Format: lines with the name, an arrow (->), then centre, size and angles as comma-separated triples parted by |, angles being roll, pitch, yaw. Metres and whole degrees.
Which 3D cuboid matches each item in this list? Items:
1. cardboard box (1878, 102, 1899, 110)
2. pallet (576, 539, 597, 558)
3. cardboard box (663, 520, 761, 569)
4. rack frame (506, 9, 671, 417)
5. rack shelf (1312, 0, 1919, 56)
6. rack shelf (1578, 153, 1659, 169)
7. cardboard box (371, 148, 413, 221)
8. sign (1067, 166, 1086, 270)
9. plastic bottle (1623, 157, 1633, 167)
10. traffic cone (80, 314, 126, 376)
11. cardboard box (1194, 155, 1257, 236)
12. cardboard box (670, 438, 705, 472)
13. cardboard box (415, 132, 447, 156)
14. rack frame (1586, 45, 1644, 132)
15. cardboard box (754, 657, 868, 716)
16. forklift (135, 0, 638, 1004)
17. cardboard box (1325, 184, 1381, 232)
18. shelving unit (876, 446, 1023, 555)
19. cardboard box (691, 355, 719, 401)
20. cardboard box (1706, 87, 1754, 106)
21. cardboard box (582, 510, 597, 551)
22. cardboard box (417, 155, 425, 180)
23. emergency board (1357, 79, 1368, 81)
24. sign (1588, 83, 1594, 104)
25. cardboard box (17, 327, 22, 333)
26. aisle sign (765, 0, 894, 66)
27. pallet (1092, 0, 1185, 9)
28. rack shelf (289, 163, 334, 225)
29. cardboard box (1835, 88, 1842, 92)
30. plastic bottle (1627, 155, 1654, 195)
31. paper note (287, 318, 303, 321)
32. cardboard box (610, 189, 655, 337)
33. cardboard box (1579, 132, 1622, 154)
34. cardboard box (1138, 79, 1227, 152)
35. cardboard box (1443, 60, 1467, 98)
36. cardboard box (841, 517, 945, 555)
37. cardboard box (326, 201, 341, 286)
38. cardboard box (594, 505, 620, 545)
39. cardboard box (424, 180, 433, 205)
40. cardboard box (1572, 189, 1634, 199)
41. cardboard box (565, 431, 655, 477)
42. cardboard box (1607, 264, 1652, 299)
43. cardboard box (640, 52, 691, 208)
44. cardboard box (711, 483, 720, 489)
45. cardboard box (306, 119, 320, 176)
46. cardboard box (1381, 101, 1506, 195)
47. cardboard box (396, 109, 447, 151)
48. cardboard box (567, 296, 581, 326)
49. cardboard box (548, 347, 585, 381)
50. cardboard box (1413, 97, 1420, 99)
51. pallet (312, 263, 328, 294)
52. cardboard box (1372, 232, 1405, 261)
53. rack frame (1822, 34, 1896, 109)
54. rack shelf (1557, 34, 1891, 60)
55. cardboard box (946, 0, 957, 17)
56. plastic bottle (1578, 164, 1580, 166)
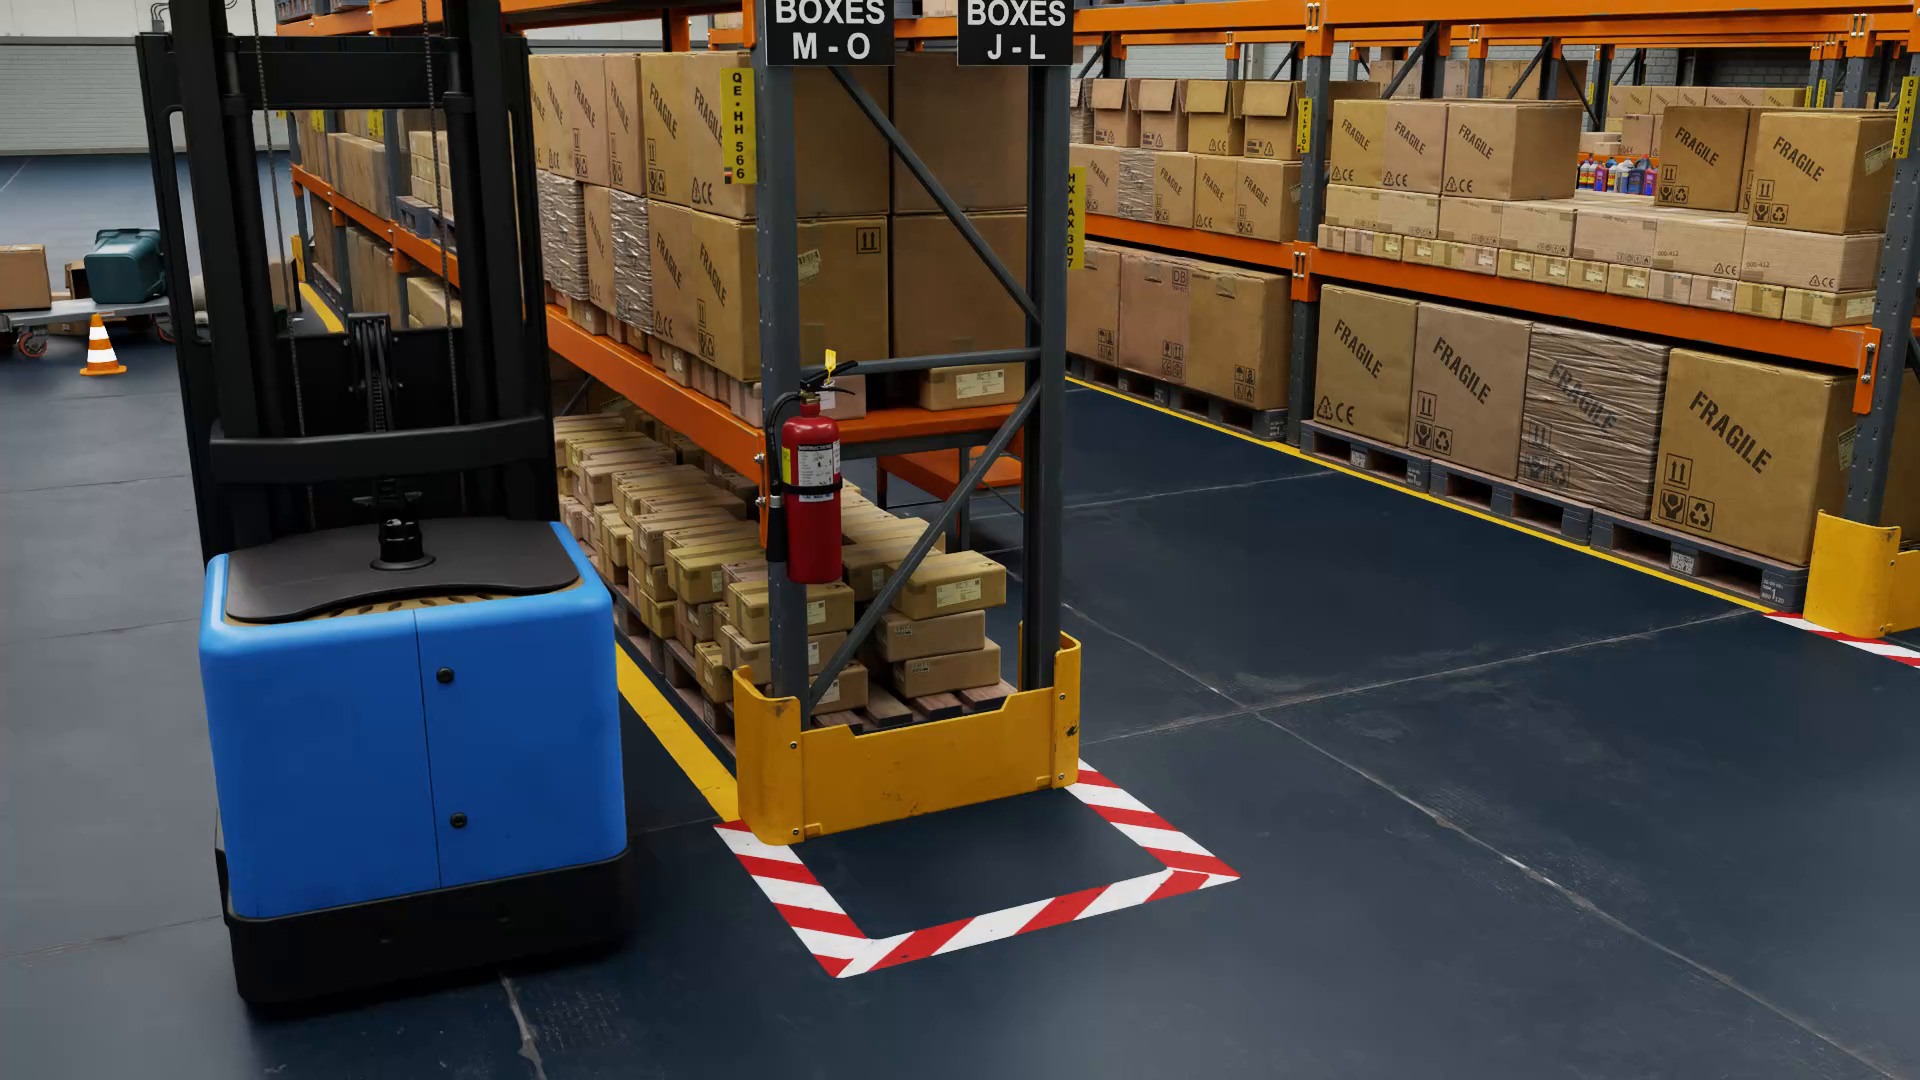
cardboard box -> 10.150, -4.410, 17.739 | 0.500, 0.500, 0.700 | 15, 22, 42
pallet -> -1.558, -0.038, 8.500 | 1.003, 0.211, 1.213 | -8, 18, -25
cardboard box -> -0.934, 0.043, 6.491 | 0.380, 0.149, 0.250 | -8, 18, -27
rack frame -> -1.884, -1.541, 8.681 | 1.000, 3.000, 0.127 | -8, 18, -25
rack shelf -> 3.495, -2.715, 8.640 | 1.077, 0.370, 4.000 | -8, 18, -25
rack shelf -> 8.897, -4.453, 20.134 | 1.077, 0.370, 4.000 | -8, 18, -25
cardboard box -> -4.075, -2.660, 12.400 | 0.500, 0.500, 0.500 | -8, 18, -25
sign -> 0.356, -1.030, 5.334 | 0.100, 0.325, 0.005 | -8, 18, -25
plastic bottle -> 6.185, -3.410, 15.429 | 0.097, 0.271, 0.097 | 0, 16, 0
traffic cone -> -6.967, -1.592, 13.460 | 0.336, 0.463, 0.334 | -8, 18, -25
cardboard box -> 1.958, -2.369, 11.388 | 0.500, 0.500, 0.500 | -7, 17, -23
cardboard box -> -1.188, -0.408, 8.063 | 0.380, 0.149, 0.250 | -7, 17, -23
cardboard box -> -3.488, -2.695, 11.320 | 0.380, 0.149, 0.250 | -8, 18, -26
rack frame -> 10.720, -6.886, 27.309 | 1.000, 3.000, 0.127 | -8, 18, -25
cardboard box -> -0.550, 0.514, 5.927 | 0.380, 0.149, 0.250 | -7, 18, -24
forklift -> -1.935, -0.571, 5.425 | 1.130, 2.935, 3.031 | -6, 17, -21
cardboard box -> 2.589, -2.038, 10.146 | 0.500, 0.250, 0.500 | -8, 18, -26
shelving unit -> 0.003, -0.539, 8.590 | 0.538, 1.125, 1.048 | -8, 18, -25
cardboard box -> -0.727, -0.601, 5.863 | 0.380, 0.149, 0.250 | -8, 18, -25
cardboard box -> 11.552, -6.521, 24.914 | 0.500, 0.500, 0.500 | -8, 18, -26
cardboard box -> -1.585, -0.065, 7.945 | 0.380, 0.149, 0.250 | -8, 18, -26
cardboard box -> -3.485, -2.545, 11.337 | 0.380, 0.149, 0.250 | -7, 17, -22
emergency board -> 8.127, -8.922, 34.404 | 0.194, 1.169, 0.643 | -8, 18, -25
sign -> 10.232, -7.237, 26.961 | 0.100, 0.325, 0.005 | -8, 18, -25
cardboard box -> -9.041, -2.131, 15.265 | 0.500, 0.500, 0.500 | 4, 16, 13
aisle sign -> -0.370, -1.744, 4.677 | 0.394, 0.787, 0.004 | -8, 18, -25
pallet -> 1.689, -4.028, 12.252 | 1.003, 0.211, 1.213 | -7, 17, -22
rack shelf -> -6.265, -3.674, 17.421 | 1.077, 0.370, 4.000 | -8, 18, -25
cardboard box -> 12.454, -6.334, 24.261 | 0.500, 0.500, 0.500 | -8, 18, -26
plastic bottle -> 5.892, -3.151, 14.383 | 0.144, 0.351, 0.185 | -8, 18, -25
paper note -> -6.497, -2.155, 16.203 | 0.142, 0.020, 0.147 | 7, 17, 23
cardboard box -> -1.012, -1.073, 6.331 | 0.500, 0.500, 0.500 | -8, 18, -25
cardboard box -> 8.276, -5.106, 21.377 | 0.500, 0.250, 0.500 | -6, 17, -21
cardboard box -> 1.755, -3.126, 12.207 | 0.797, 0.503, 0.637 | -7, 17, -23
cardboard box -> 7.161, -6.449, 23.252 | 0.700, 0.500, 0.500 | -8, 18, -25
cardboard box -> -0.280, 0.031, 6.533 | 0.380, 0.149, 0.250 | -8, 18, -25
cardboard box -> -6.000, -3.092, 17.179 | 0.875, 0.875, 0.875 | -8, 18, -25
cardboard box -> -1.414, -0.070, 7.425 | 0.380, 0.149, 0.250 | -8, 18, -25
cardboard box -> -3.386, -2.345, 11.178 | 0.380, 0.149, 0.250 | -7, 17, -22
cardboard box -> 3.501, -1.853, 9.504 | 0.500, 0.250, 0.500 | -7, 18, -24
cardboard box -> -1.697, -0.415, 8.089 | 0.380, 0.149, 0.250 | -8, 18, -26
cardboard box -> 3.470, -1.304, 8.312 | 0.380, 0.149, 0.250 | -8, 18, -26
cardboard box -> -0.778, -1.429, 5.761 | 0.500, 0.500, 0.500 | -8, 18, -27
cardboard box -> -1.047, -0.211, 7.915 | 0.380, 0.149, 0.250 | -7, 18, -24
cardboard box -> -6.276, -4.087, 17.284 | 0.875, 0.550, 0.500 | -8, 18, -25
cardboard box -> 2.808, -2.274, 9.608 | 0.500, 0.500, 0.500 | -8, 18, -25
cardboard box -> -3.824, -3.174, 12.378 | 0.700, 0.500, 0.500 | -8, 18, -25
cardboard box -> -1.545, -1.057, 7.450 | 0.380, 0.149, 0.250 | -7, 18, -24
cardboard box -> -2.438, -1.056, 9.402 | 0.500, 0.250, 0.500 | -8, 18, -26
cardboard box -> 6.700, -6.267, 23.795 | 0.380, 0.149, 0.250 | -8, 18, -27
pallet -> -6.721, -2.987, 18.777 | 1.003, 0.211, 1.213 | -8, 18, -25
cardboard box -> 2.680, -1.750, 9.867 | 0.380, 0.149, 0.250 | -7, 17, -23
rack frame -> 9.773, -4.303, 18.307 | 1.000, 3.000, 0.127 | -8, 18, -25
rack shelf -> 8.897, -5.895, 19.721 | 1.077, 0.370, 4.000 | -8, 18, -25
cardboard box -> 0.208, -4.686, 14.476 | 0.500, 0.250, 0.500 | -8, 18, -25
plastic bottle -> 5.914, -3.530, 15.975 | 0.097, 0.201, 0.097 | 0, 16, 0
